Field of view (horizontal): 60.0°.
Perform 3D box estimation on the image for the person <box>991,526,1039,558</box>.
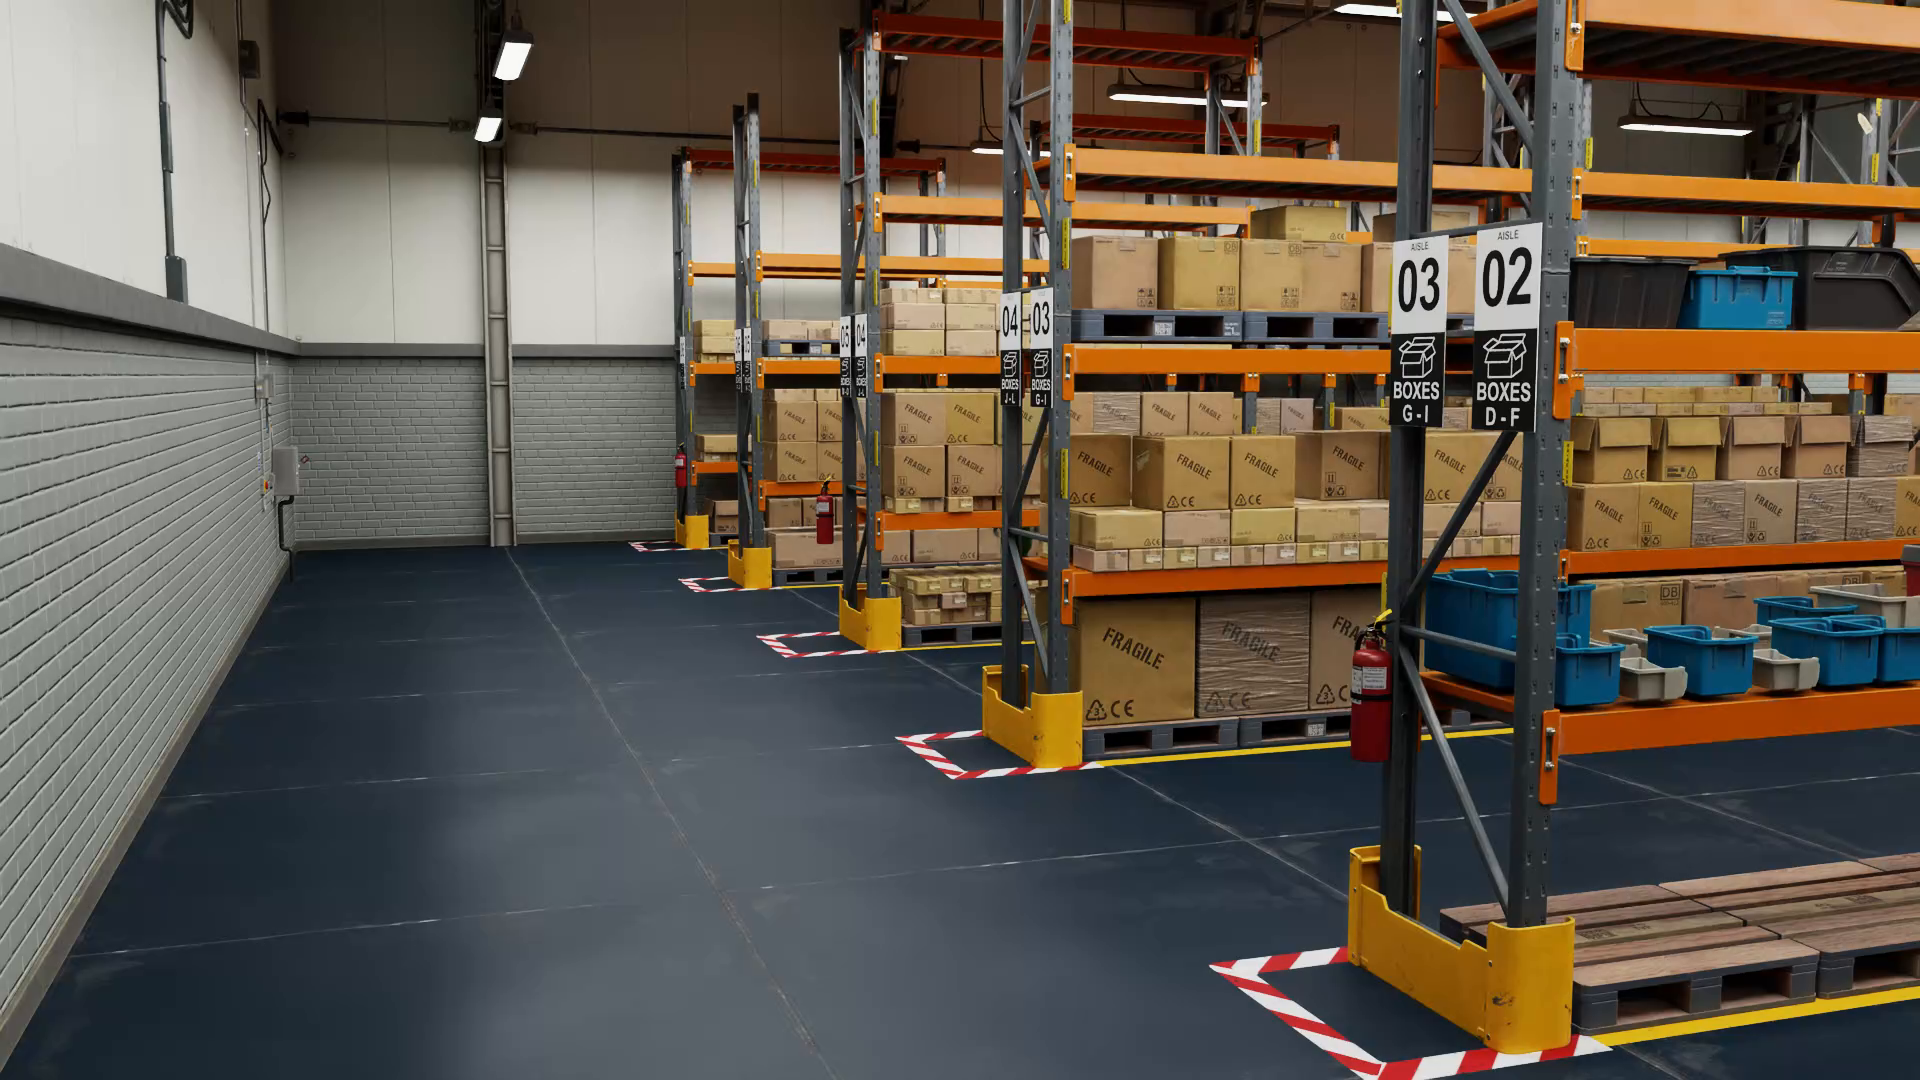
[{"bbox_3d":[0.605,-0.177,19.105,0.587,1.768,0.795,-1,6,-11],"label":"person"}]
